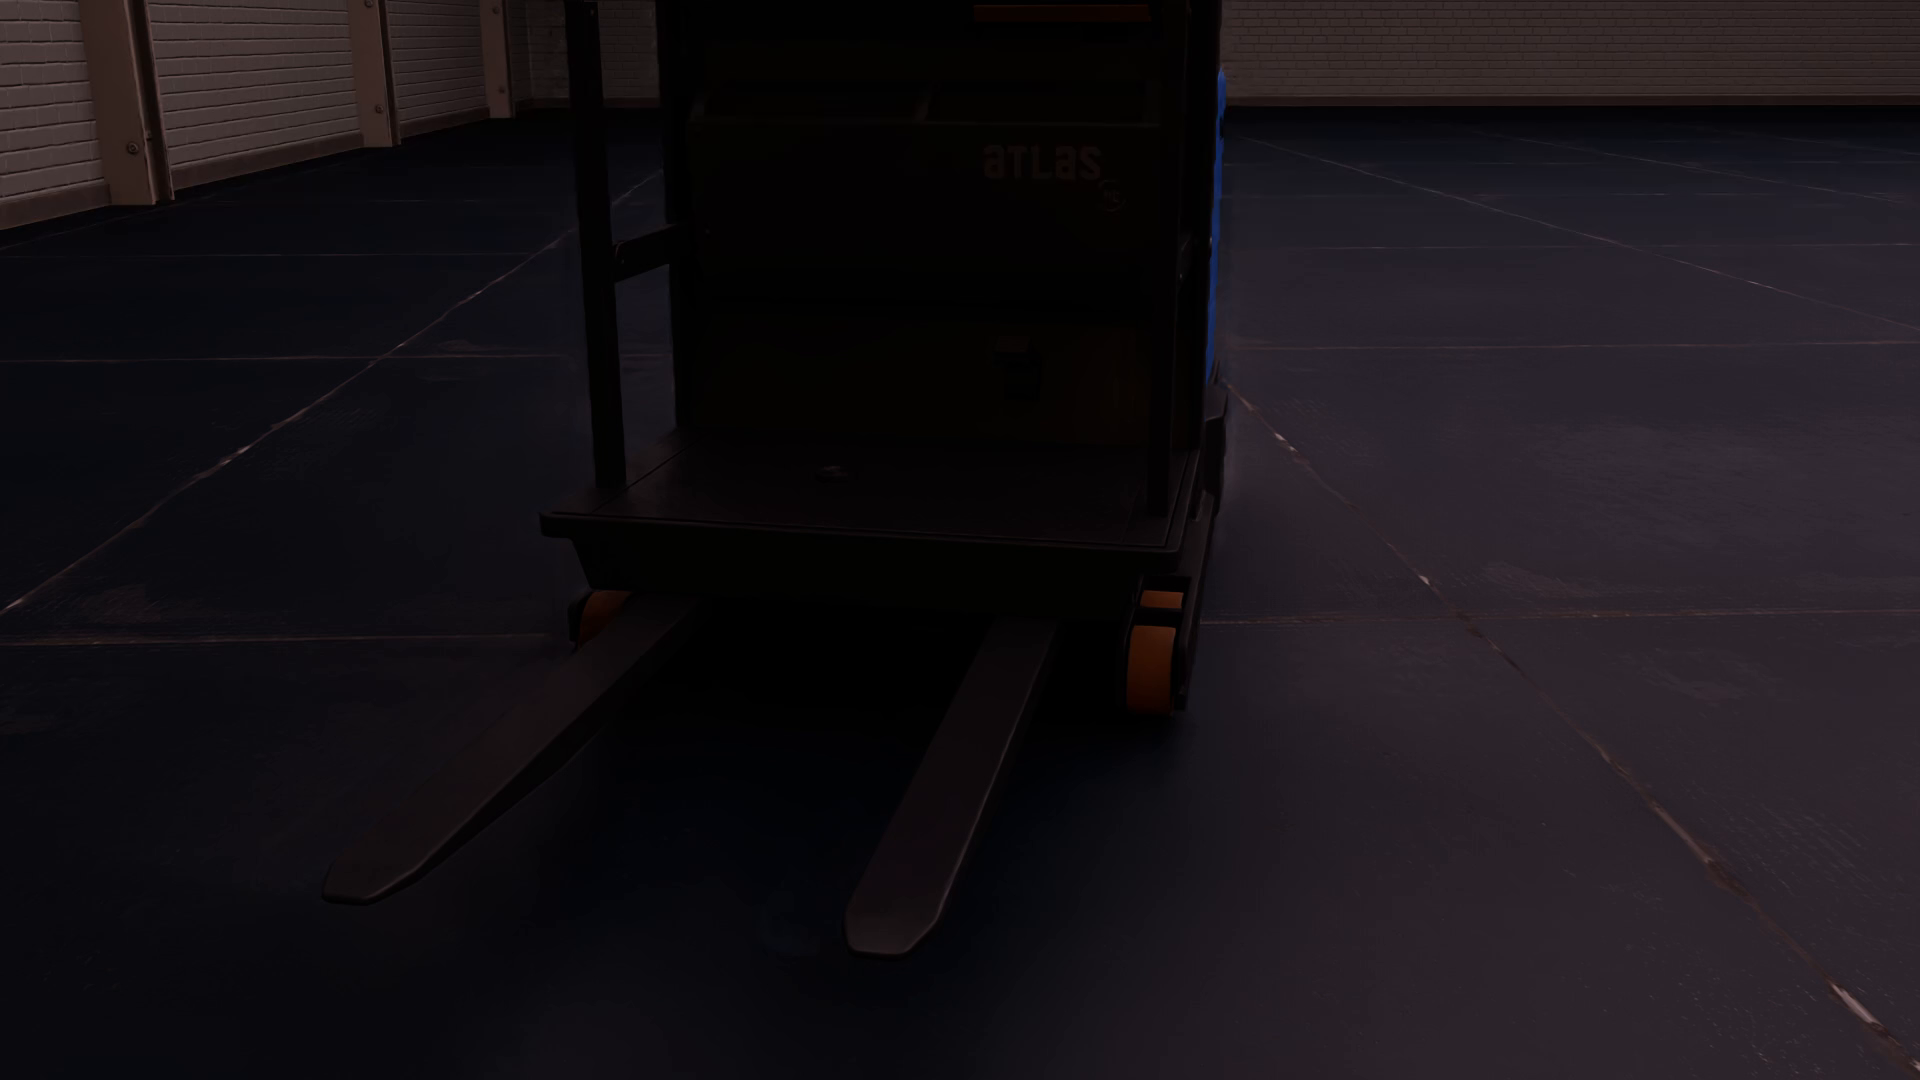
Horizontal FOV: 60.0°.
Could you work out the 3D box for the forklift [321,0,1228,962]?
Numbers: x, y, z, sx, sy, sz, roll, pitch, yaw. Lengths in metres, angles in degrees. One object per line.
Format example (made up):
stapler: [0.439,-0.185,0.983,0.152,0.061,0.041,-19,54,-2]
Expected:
forklift: [-0.098,-1.206,2.852,1.130,2.935,3.031,3,17,11]
